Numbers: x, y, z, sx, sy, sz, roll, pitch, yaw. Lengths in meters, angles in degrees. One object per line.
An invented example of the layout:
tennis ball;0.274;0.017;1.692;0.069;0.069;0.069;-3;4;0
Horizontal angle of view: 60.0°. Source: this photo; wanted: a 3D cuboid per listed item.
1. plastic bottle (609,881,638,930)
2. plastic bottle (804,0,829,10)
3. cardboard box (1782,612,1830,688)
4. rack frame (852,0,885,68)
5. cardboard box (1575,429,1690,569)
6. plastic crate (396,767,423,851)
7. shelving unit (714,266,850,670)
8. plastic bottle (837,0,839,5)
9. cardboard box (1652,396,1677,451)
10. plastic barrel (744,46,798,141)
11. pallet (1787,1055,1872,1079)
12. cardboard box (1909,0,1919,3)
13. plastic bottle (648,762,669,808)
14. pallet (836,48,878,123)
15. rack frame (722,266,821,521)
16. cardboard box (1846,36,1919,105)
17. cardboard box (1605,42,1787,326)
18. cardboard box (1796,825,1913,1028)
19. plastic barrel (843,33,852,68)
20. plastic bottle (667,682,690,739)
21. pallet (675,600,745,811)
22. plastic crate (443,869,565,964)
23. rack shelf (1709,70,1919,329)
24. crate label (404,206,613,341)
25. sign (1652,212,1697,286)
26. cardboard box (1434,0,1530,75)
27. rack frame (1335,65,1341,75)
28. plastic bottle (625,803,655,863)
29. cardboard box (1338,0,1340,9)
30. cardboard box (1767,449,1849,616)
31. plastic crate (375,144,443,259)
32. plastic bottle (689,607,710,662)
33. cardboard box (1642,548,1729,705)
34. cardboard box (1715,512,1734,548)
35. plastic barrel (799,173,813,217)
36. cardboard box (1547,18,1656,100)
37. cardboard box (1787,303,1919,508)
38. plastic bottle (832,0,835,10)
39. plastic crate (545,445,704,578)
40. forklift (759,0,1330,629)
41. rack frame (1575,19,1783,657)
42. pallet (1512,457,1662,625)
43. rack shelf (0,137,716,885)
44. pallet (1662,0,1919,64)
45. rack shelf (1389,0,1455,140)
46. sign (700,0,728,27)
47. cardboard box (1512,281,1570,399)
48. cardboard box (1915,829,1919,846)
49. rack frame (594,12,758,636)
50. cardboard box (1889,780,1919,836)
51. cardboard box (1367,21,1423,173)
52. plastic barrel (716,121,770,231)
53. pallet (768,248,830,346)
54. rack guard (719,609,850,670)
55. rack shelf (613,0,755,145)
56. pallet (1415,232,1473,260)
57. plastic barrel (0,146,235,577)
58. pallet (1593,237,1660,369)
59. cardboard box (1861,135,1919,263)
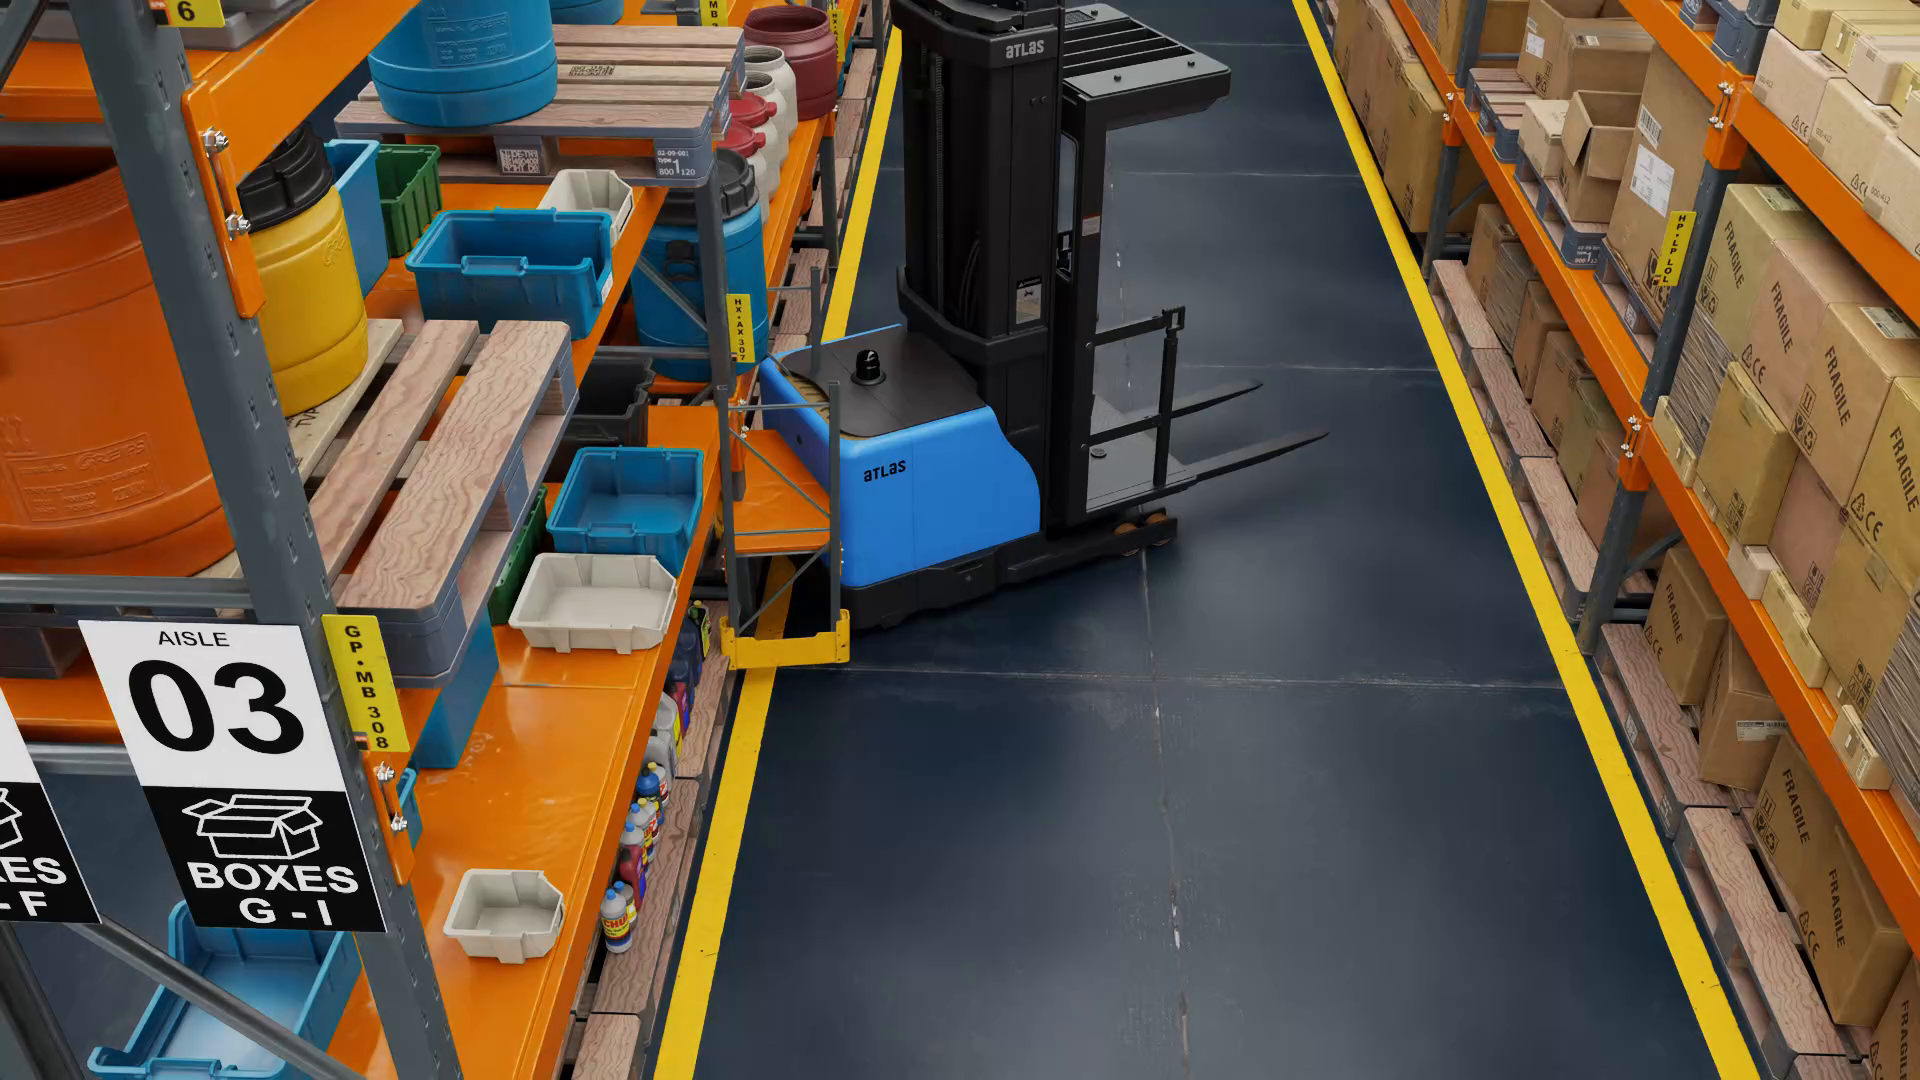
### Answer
plastic bottle;-1.262;1.356;6.208;0.097;0.201;0.097;0;35;0
plastic bottle;-0.970;-3.567;11.270;0.152;0.276;0.135;1;35;2
cardboard box;3.103;0.383;5.760;0.380;0.149;0.250;1;35;2
rack frame;-1.169;-5.409;13.783;1.000;3.000;0.127;1;35;2
cardboard box;3.505;-0.208;8.174;0.700;0.500;0.500;-1;35;-2
plastic crate;-1.898;0.879;4.966;0.499;0.251;0.408;1;35;2
shelving unit;-0.849;-0.340;7.655;0.587;1.500;1.083;-3;37;-8
plastic bottle;-0.897;-3.967;11.833;0.061;0.283;0.133;1;35;2
cardboard box;3.150;-0.479;6.987;0.380;0.149;0.250;1;35;2
plastic barrel;-1.157;-2.561;9.633;0.421;0.512;0.421;0;35;0
pallet;3.369;2.231;5.338;1.003;0.211;1.213;1;35;2
cardboard box;3.577;-2.407;6.449;0.797;0.503;0.637;0;35;0
plastic bottle;-1.236;0.986;6.734;0.097;0.201;0.097;0;35;0
pallet;-1.241;-3.826;13.956;1.003;0.211;1.213;1;35;2
rack frame;-0.921;-0.638;8.050;0.500;1.500;0.032;-3;37;-8
cardboard box;3.163;-1.537;5.449;0.380;0.149;0.250;2;35;2
cardboard box;3.631;-1.569;7.432;1.000;1.000;1.000;2;35;2
cardboard box;3.374;1.389;5.920;0.500;0.500;0.500;4;35;6
plastic barrel;-1.207;-4.410;13.822;0.600;0.901;0.708;1;35;2
plastic bottle;-1.200;0.700;7.071;0.061;0.283;0.133;4;35;5
pallet;-1.559;0.713;7.497;1.003;0.211;1.213;1;35;2
plastic crate;-1.293;1.087;4.770;0.298;0.136;0.250;1;35;2
rack shelf;3.379;-0.482;4.790;1.077;0.370;4.000;1;35;2
crate label;-1.245;-0.749;4.673;0.502;0.251;0.408;1;35;2
sign;2.904;-1.183;6.763;0.100;0.325;0.005;1;35;2
cardboard box;3.392;-3.327;10.733;0.500;0.500;0.500;2;35;3
rack frame;3.780;-5.295;13.621;1.000;3.000;0.127;1;35;2
plastic bottle;-1.249;1.133;6.465;0.097;0.271;0.097;0;35;0
cardboard box;3.887;-4.974;14.648;0.875;0.875;0.875;1;35;2
cardboard box;3.404;-0.028;5.781;0.875;0.500;0.500;1;35;2
plastic crate;-1.825;-1.053;5.161;0.336;0.188;0.450;1;35;2
plastic bottle;-1.180;0.403;7.494;0.061;0.283;0.133;3;35;4
cardboard box;3.403;0.381;7.353;0.500;0.500;0.500;0;35;0
cardboard box;3.144;-0.047;6.373;0.380;0.149;0.250;1;35;2
plastic barrel;-1.327;-2.676;11.417;0.600;0.830;0.708;1;35;2
cardboard box;3.715;-2.575;9.299;0.700;0.500;0.500;6;36;9
cardboard box;3.148;-0.443;5.502;0.500;0.500;0.500;1;35;2
plastic bottle;-0.910;-3.779;11.565;0.061;0.283;0.133;1;35;2
plastic crate;-1.263;-0.110;6.372;0.499;0.251;0.616;1;35;2
forklift;0.549;-1.369;8.094;3.031;2.935;1.130;-17;39;-23
rack frame;3.459;-0.698;7.081;1.000;3.000;0.127;1;35;2
pallet;3.489;-0.005;8.519;1.003;0.211;1.213;1;35;2
rack shelf;-1.570;-0.597;4.953;1.077;0.370;4.000;1;35;2
pallet;3.590;-2.201;6.773;1.213;0.211;1.003;1;35;2
rack shelf;3.700;-3.851;12.192;1.077;0.370;4.000;1;35;2
sign;-0.941;-2.025;6.351;0.100;0.325;0.005;1;35;2
cardboard box;3.587;-1.123;9.477;0.700;0.500;0.500;4;35;6
cardboard box;3.248;0.832;4.558;0.875;0.500;0.500;1;35;2
rack frame;-1.490;-0.813;7.243;1.000;3.000;0.127;1;35;2
cardboard box;3.137;0.816;5.145;0.380;0.149;0.250;1;35;2
cardboard box;3.712;-3.207;12.133;1.225;0.875;0.875;1;35;2
plastic barrel;-1.203;-1.834;8.579;0.433;0.535;0.433;0;35;0
pallet;-1.399;-1.526;10.683;1.003;0.211;1.213;1;35;2
rack guard;-0.802;0.457;7.634;0.587;0.250;0.087;-3;37;-8
rack shelf;-1.410;-2.895;8.223;1.077;0.370;4.000;1;35;2
pallet;3.727;-2.307;11.794;1.003;0.211;1.213;1;35;2
plastic barrel;-1.758;-0.371;3.268;0.600;0.830;0.708;1;35;2
pallet;3.635;-1.056;7.756;1.003;0.211;1.213;1;35;2
cardboard box;3.138;-1.022;5.063;0.500;0.250;0.500;0;35;0
